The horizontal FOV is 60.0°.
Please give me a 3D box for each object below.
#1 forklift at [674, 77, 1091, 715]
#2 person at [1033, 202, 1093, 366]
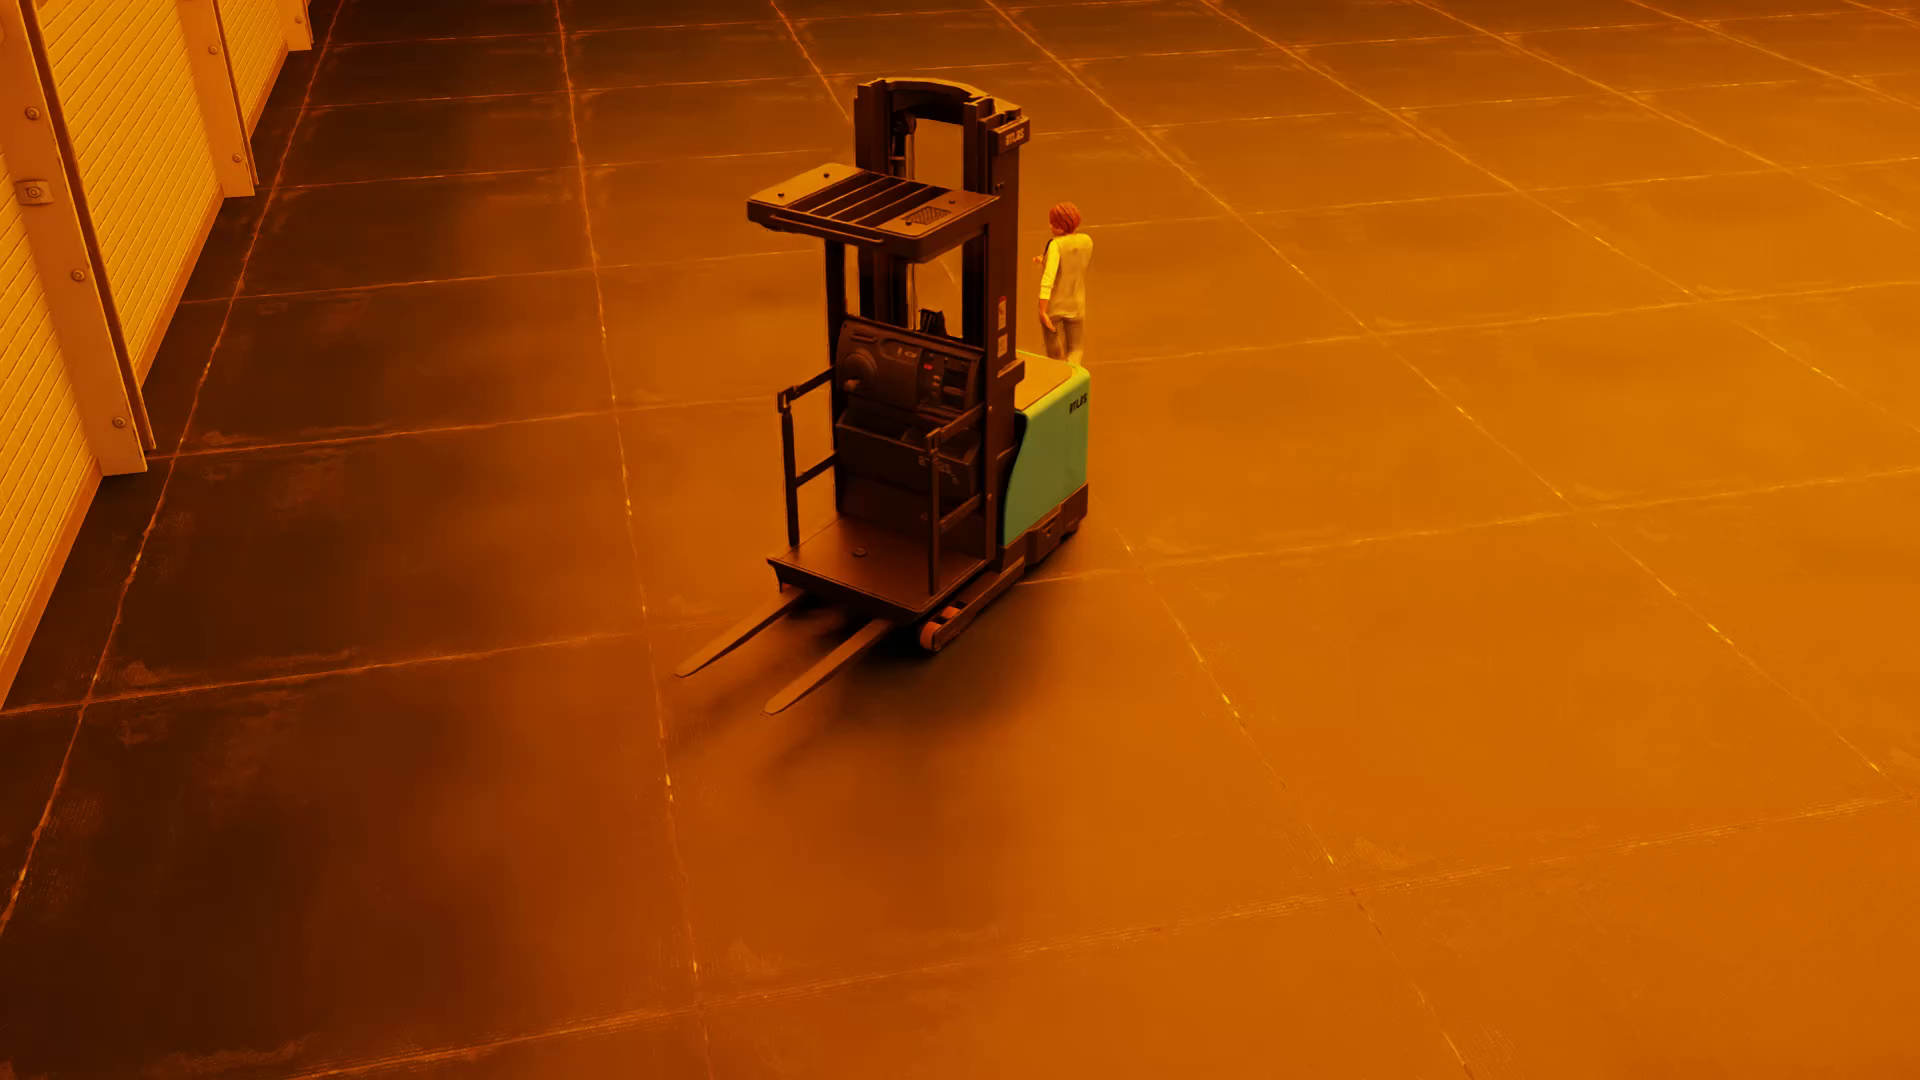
[{"bbox_3d":[-0.413,-0.908,9.142,1.130,2.935,3.031,18,35,28],"label":"forklift"},{"bbox_3d":[0.734,-1.688,11.938,0.428,1.527,0.825,-3,30,-6],"label":"person"}]
